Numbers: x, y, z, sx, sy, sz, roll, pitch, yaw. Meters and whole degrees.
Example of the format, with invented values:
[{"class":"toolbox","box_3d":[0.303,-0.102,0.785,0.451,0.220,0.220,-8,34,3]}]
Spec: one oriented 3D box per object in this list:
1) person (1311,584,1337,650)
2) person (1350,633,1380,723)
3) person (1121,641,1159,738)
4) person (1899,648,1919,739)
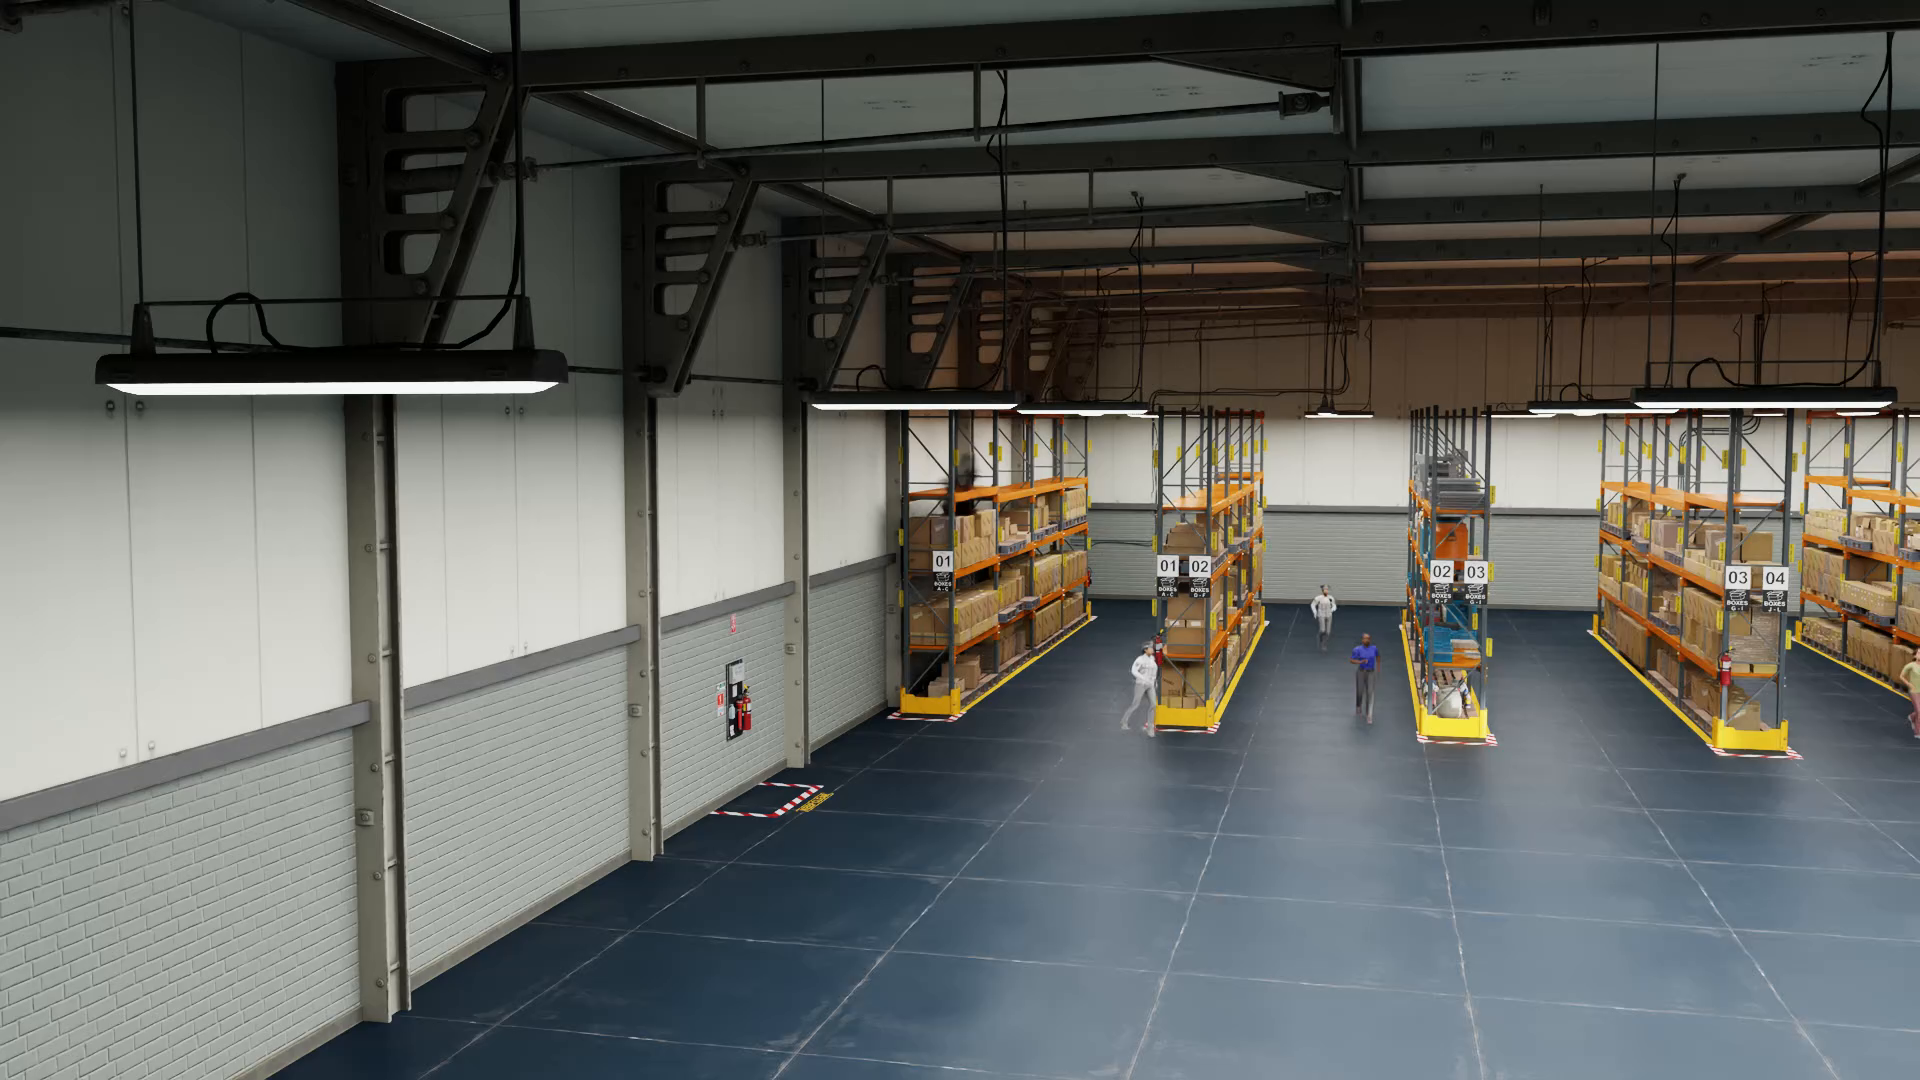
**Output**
[{"class":"person","box_3d":[9.084,1.928,41.370,0.599,1.644,0.562,0,4,-1]},{"class":"person","box_3d":[7.741,2.595,31.770,0.604,1.663,0.900,0,4,5]},{"class":"person","box_3d":[3.387,2.688,30.315,0.682,1.713,0.814,-3,5,-33]},{"class":"person","box_3d":[17.293,2.754,30.045,0.581,1.621,0.646,0,4,0]}]
